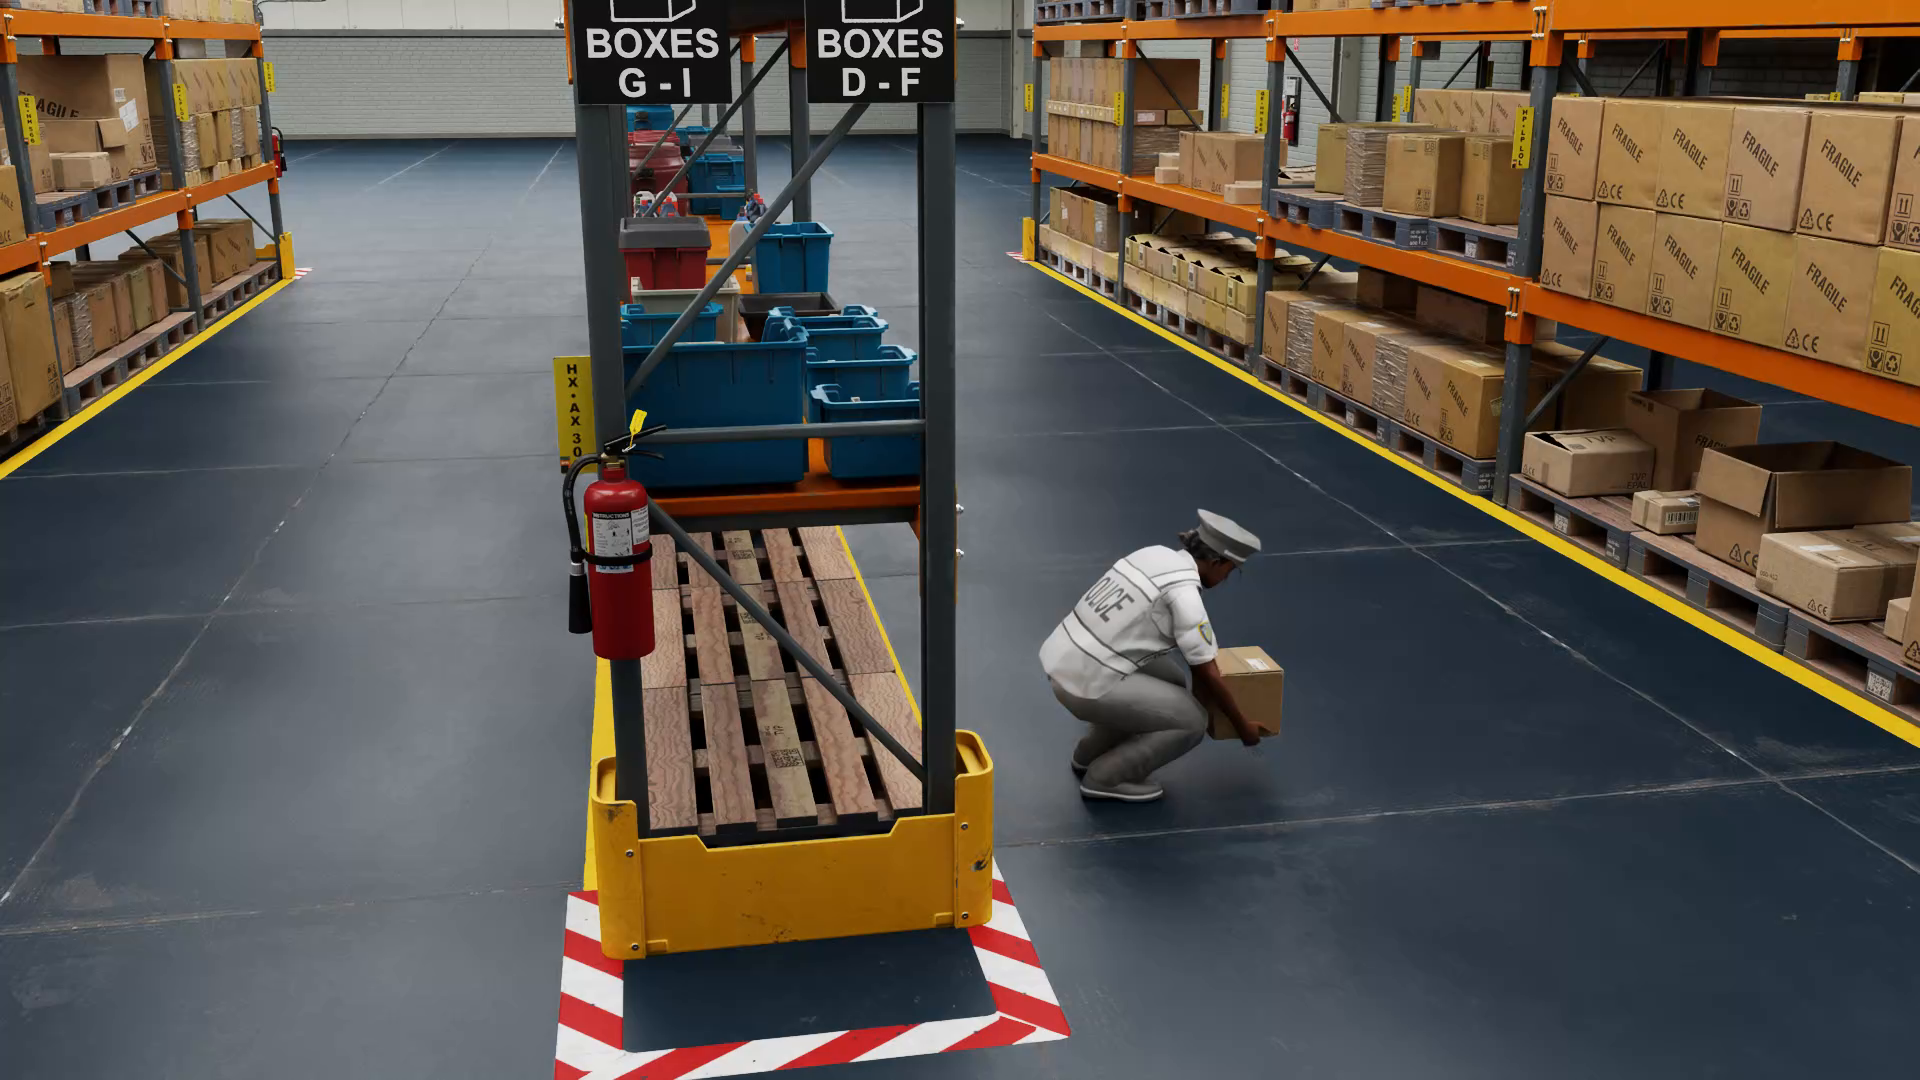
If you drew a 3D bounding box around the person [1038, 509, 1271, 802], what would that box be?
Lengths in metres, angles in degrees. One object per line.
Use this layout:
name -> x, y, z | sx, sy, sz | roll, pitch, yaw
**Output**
person -> 0.687, 0.403, 5.904 | 0.811, 0.996, 0.464 | -2, 17, -5
